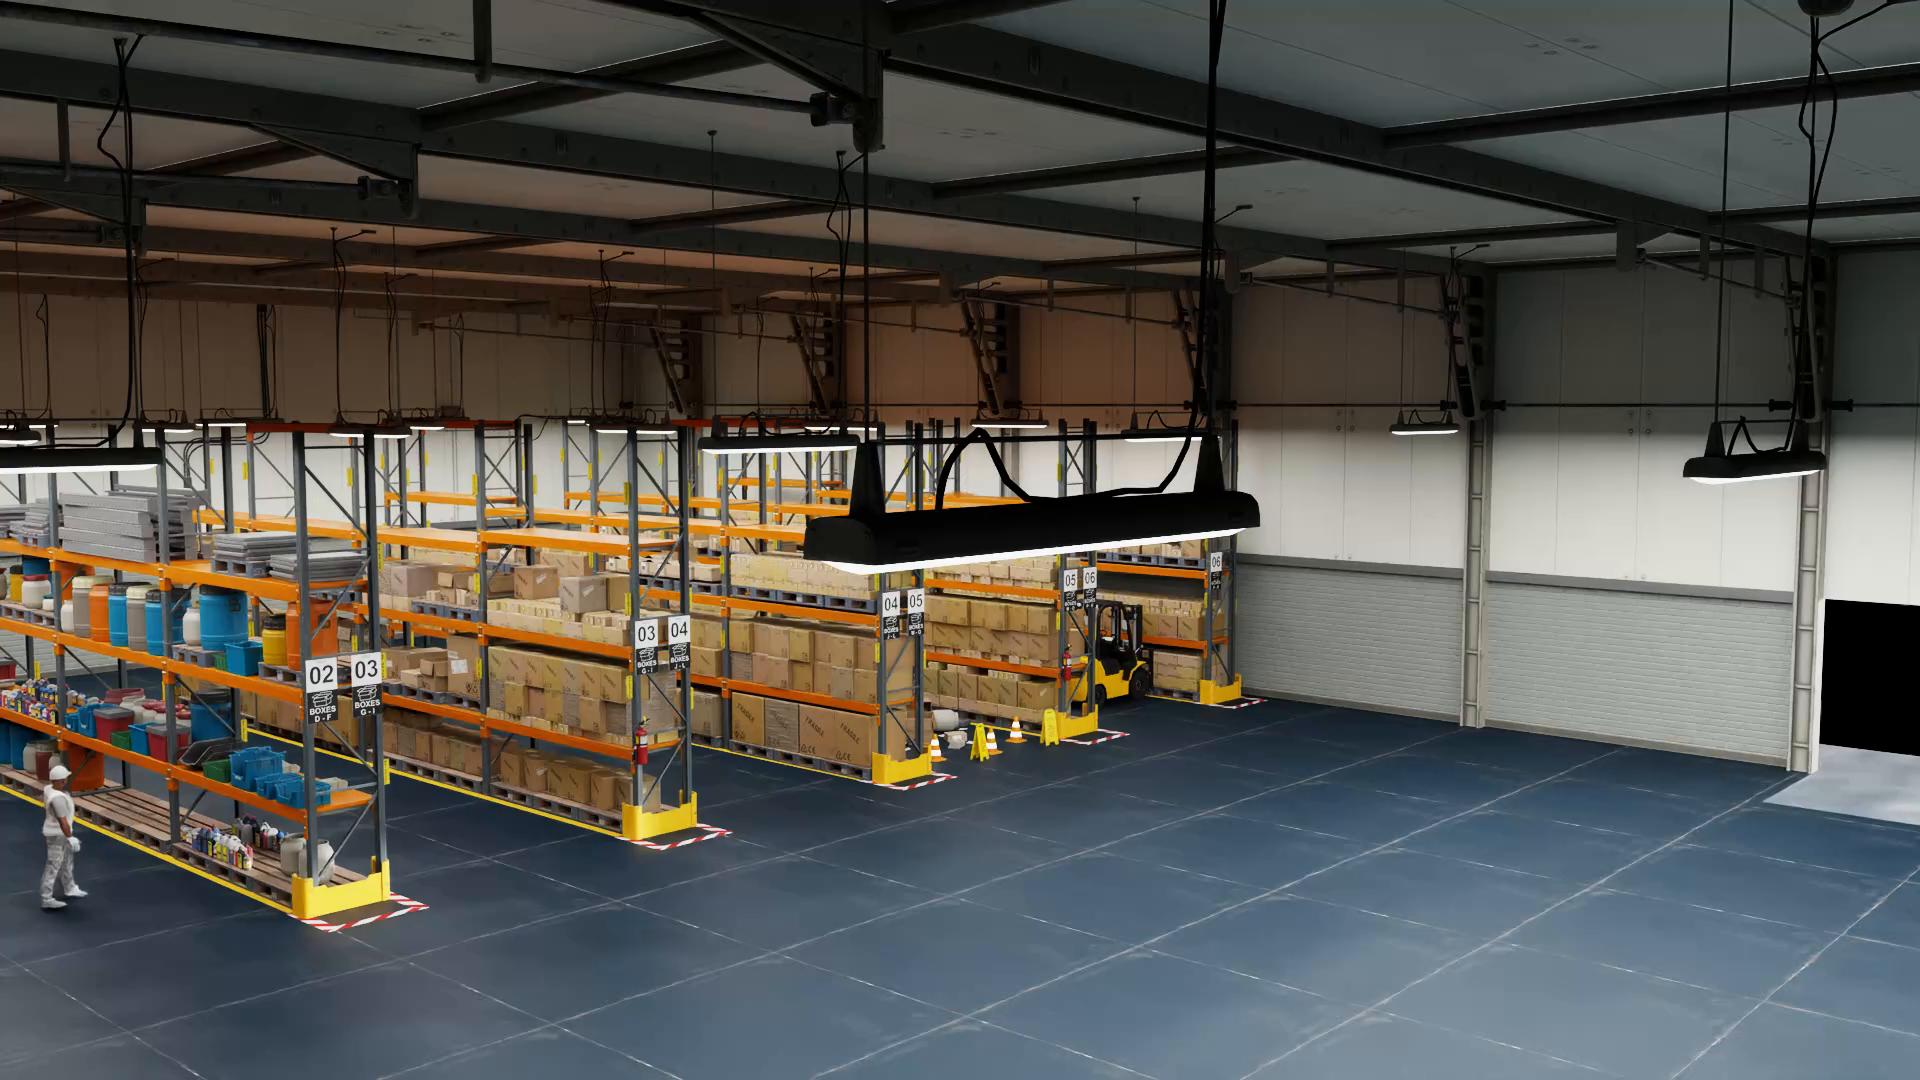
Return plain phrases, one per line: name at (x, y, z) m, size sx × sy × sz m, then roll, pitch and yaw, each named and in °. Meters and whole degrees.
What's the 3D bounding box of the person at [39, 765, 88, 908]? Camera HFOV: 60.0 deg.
person at (-11.382, 3.734, 21.062) m, size 0.537 × 1.812 × 0.705 m, roll -2°, pitch 5°, yaw -28°
